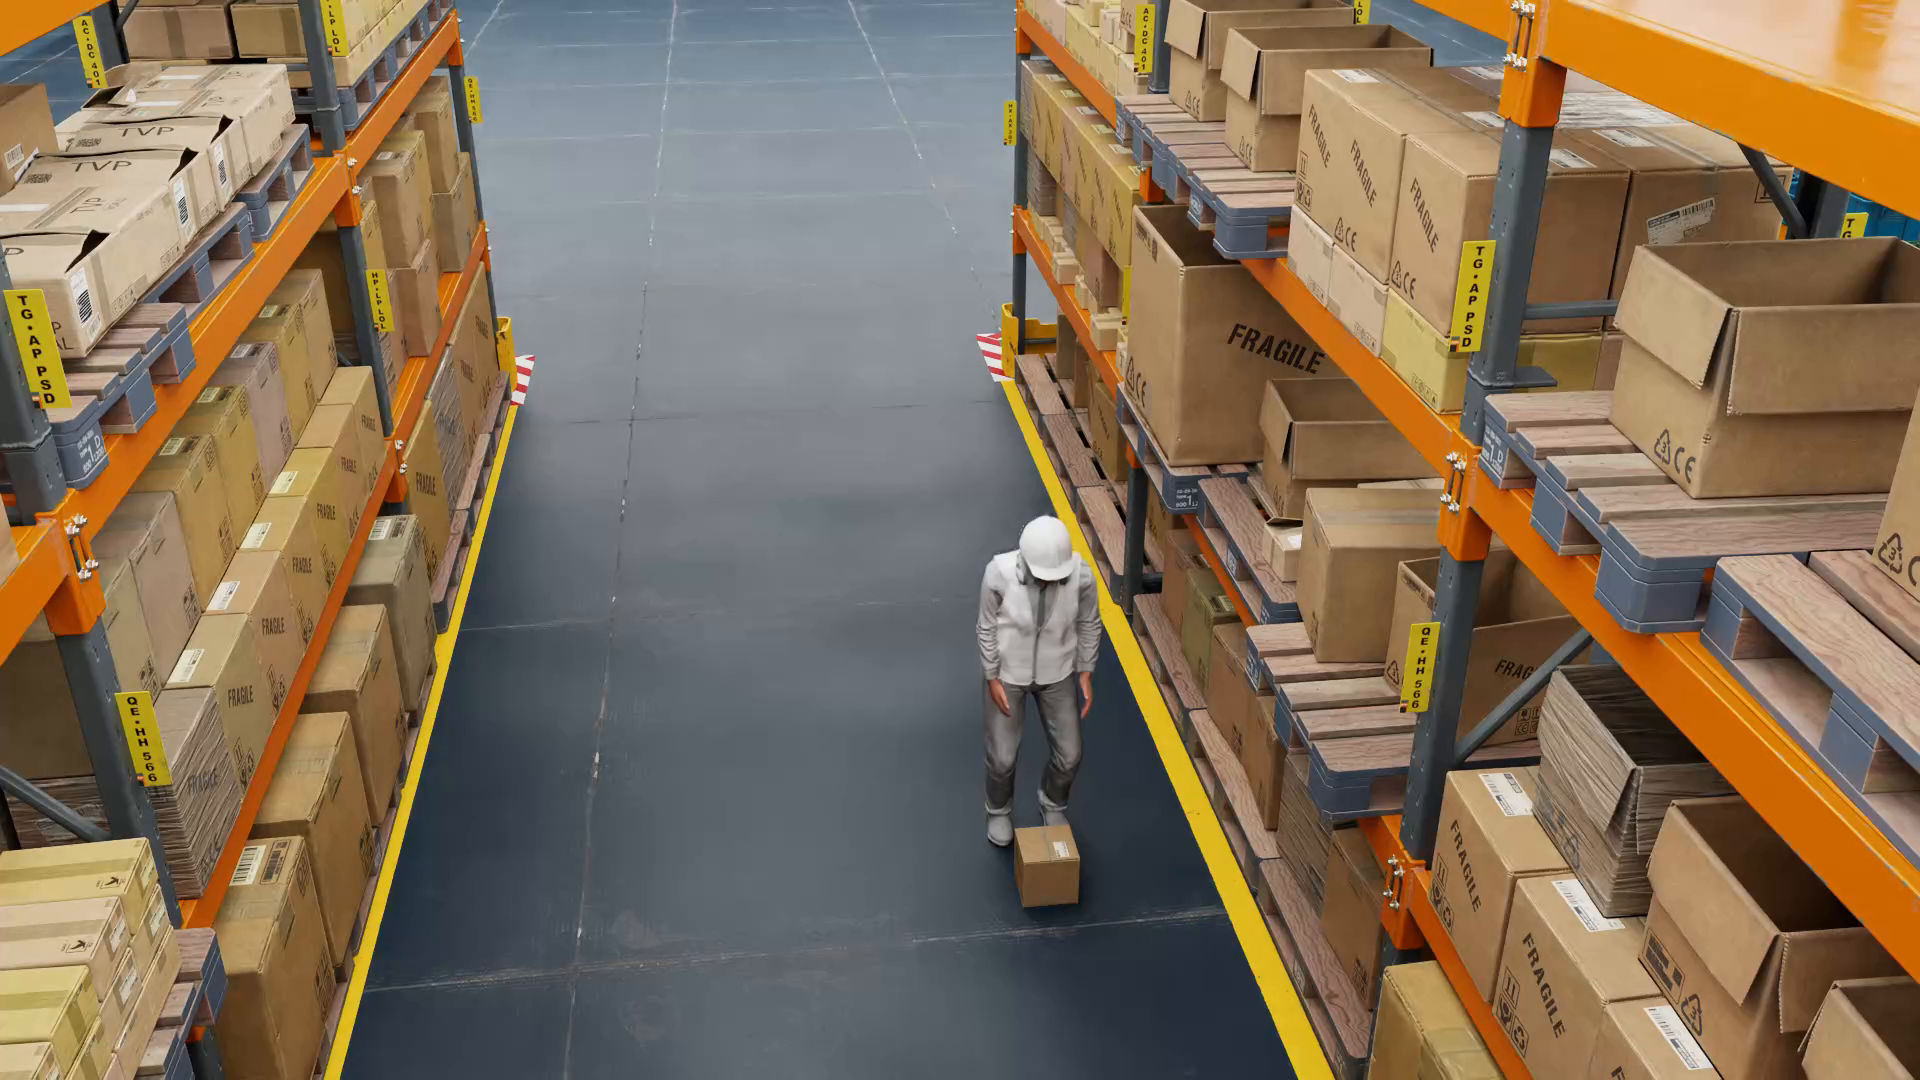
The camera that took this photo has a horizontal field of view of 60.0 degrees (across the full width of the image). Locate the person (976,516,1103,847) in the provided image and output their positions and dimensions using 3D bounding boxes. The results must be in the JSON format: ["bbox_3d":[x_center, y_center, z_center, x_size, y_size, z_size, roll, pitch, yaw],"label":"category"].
[{"bbox_3d":[0.352,0.608,7.490,0.567,1.695,0.516,-3,27,-6],"label":"person"}]
